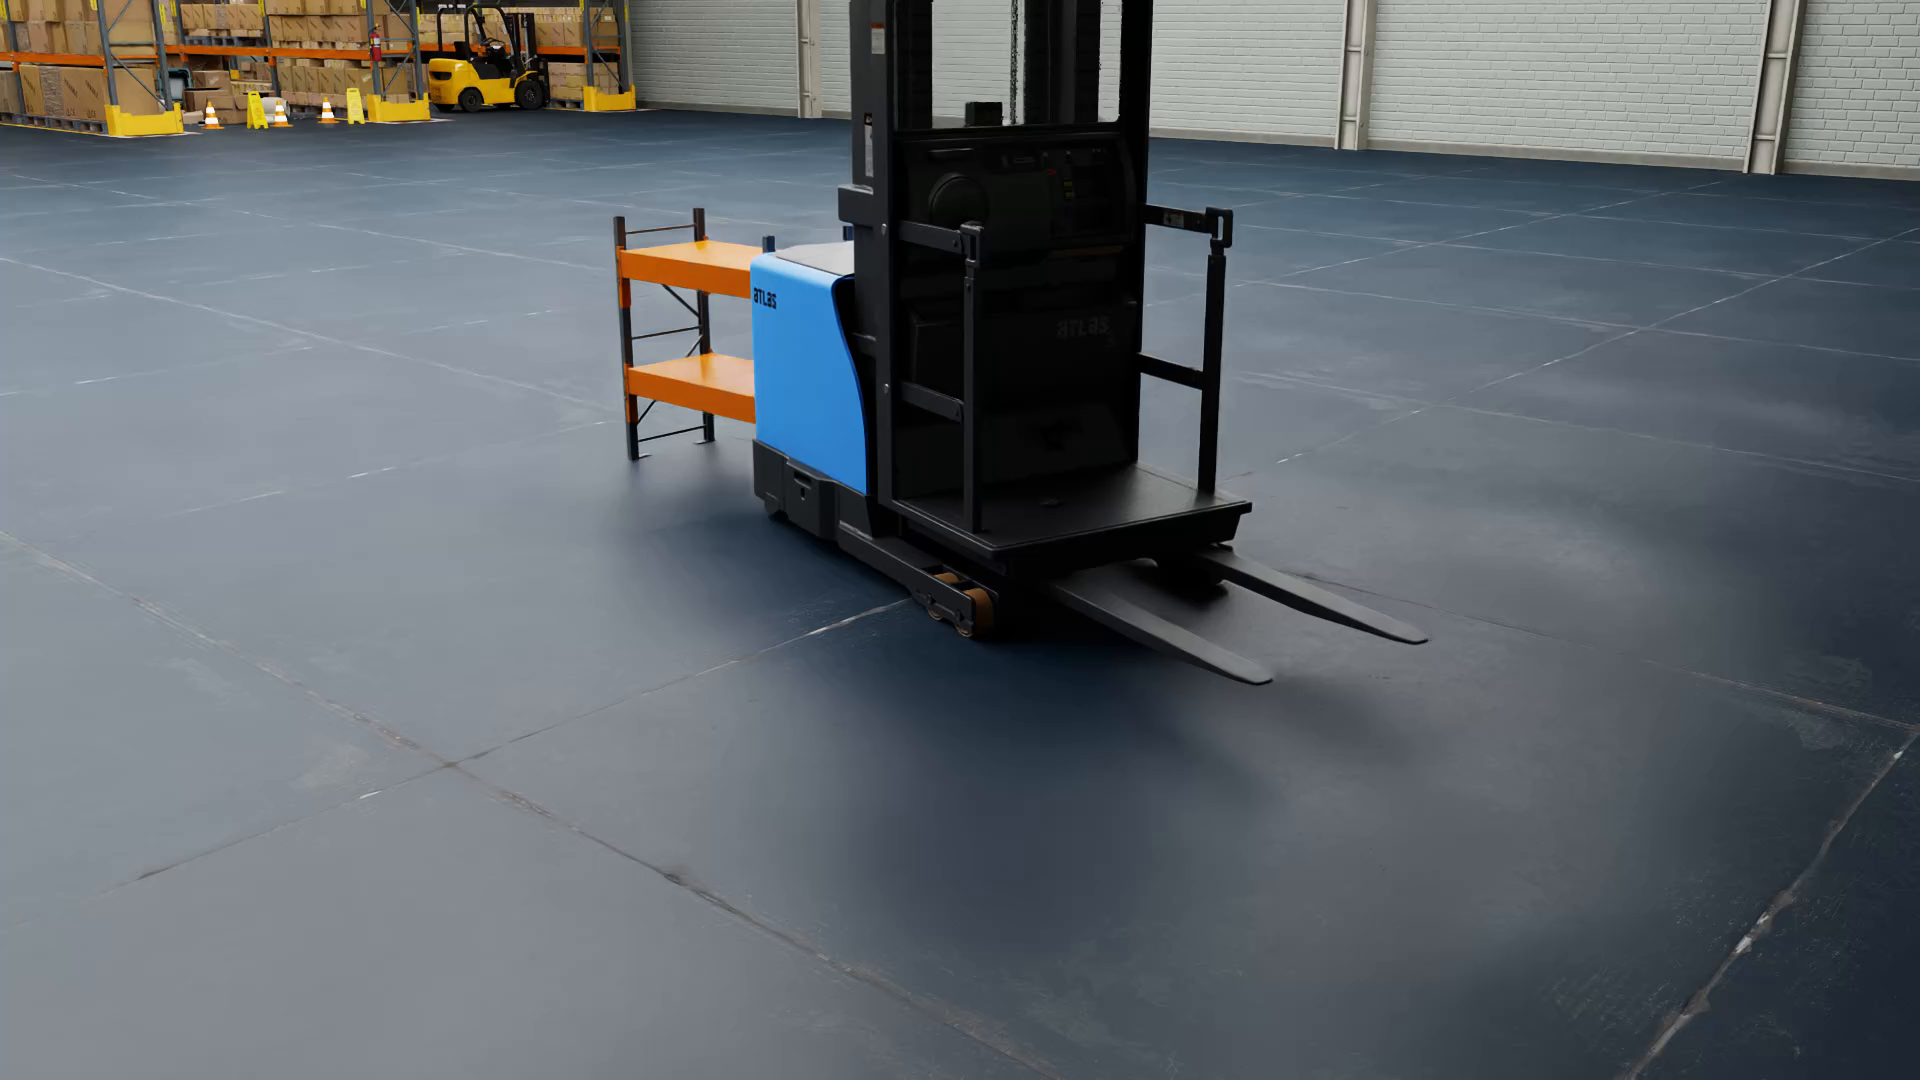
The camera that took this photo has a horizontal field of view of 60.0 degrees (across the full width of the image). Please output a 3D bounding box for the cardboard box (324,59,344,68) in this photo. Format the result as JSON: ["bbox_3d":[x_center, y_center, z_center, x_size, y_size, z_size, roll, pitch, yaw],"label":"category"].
[{"bbox_3d":[-12.308,-9.400,32.812,0.250,0.149,0.380,16,24,42],"label":"cardboard box"}]

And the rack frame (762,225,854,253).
[{"bbox_3d":[-0.633,-0.764,7.160,0.032,1.125,0.500,15,23,40],"label":"rack frame"}]

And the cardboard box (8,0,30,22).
[{"bbox_3d":[-16.784,-9.746,30.331,0.550,0.550,0.875,15,23,39],"label":"cardboard box"}]

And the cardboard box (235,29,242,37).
[{"bbox_3d":[-14.990,-10.655,34.946,0.250,0.149,0.380,15,23,40],"label":"cardboard box"}]

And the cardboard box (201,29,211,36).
[{"bbox_3d":[-16.144,-10.969,35.937,0.250,0.149,0.380,15,23,40],"label":"cardboard box"}]

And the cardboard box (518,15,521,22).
[{"bbox_3d":[-9.533,-11.476,36.576,0.250,0.149,0.380,14,22,38],"label":"cardboard box"}]

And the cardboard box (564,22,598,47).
[{"bbox_3d":[-8.086,-10.790,35.487,0.500,0.500,0.500,14,23,38],"label":"cardboard box"}]

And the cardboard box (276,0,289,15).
[{"bbox_3d":[-13.274,-10.803,33.384,0.500,0.500,0.700,15,23,40],"label":"cardboard box"}]

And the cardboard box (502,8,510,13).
[{"bbox_3d":[-9.917,-11.717,36.845,0.250,0.149,0.380,16,23,40],"label":"cardboard box"}]

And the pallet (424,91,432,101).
[{"bbox_3d":[-12.029,-10.561,39.540,1.213,0.211,1.003,15,23,39],"label":"pallet"}]

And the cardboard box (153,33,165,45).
[{"bbox_3d":[-17.762,-11.256,37.368,0.500,0.250,0.500,16,23,40],"label":"cardboard box"}]

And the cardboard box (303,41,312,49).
[{"bbox_3d":[-12.854,-9.868,33.162,0.250,0.149,0.380,15,23,40],"label":"cardboard box"}]

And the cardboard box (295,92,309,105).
[{"bbox_3d":[-13.158,-8.988,33.824,0.500,0.250,0.500,17,24,42],"label":"cardboard box"}]

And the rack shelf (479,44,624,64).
[{"bbox_3d":[-9.039,-10.762,36.752,4.000,0.370,1.077,15,23,39],"label":"rack shelf"}]

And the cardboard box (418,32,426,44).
[{"bbox_3d":[-12.594,-11.889,39.364,0.500,0.250,0.500,14,22,38],"label":"cardboard box"}]

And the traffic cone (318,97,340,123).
[{"bbox_3d":[-12.013,-8.165,31.573,0.334,0.463,0.336,15,23,39],"label":"traffic cone"}]

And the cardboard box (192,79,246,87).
[{"bbox_3d":[-16.403,-10.017,36.868,0.625,0.372,0.950,13,22,36],"label":"cardboard box"}]

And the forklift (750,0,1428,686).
[{"bbox_3d":[0.328,-1.228,5.637,1.130,2.935,3.031,-10,20,-30],"label":"forklift"}]

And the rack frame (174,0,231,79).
[{"bbox_3d":[-16.819,-11.186,36.898,0.127,3.000,1.000,15,23,39],"label":"rack frame"}]

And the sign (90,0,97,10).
[{"bbox_3d":[-14.416,-8.984,27.655,0.005,0.325,0.100,15,23,39],"label":"sign"}]

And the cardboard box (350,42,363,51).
[{"bbox_3d":[-11.520,-9.512,32.040,0.250,0.149,0.380,15,23,39],"label":"cardboard box"}]

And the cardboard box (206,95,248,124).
[{"bbox_3d":[-13.829,-8.169,31.521,0.637,0.503,0.797,0,18,2],"label":"cardboard box"}]

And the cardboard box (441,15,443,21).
[{"bbox_3d":[-11.913,-12.131,38.640,0.250,0.149,0.380,15,23,40],"label":"cardboard box"}]

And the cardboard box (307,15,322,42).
[{"bbox_3d":[-12.534,-10.124,32.897,0.500,0.500,0.500,15,23,40],"label":"cardboard box"}]

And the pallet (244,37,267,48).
[{"bbox_3d":[-14.302,-10.477,34.984,1.213,0.211,1.003,15,23,39],"label":"pallet"}]

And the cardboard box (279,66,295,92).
[{"bbox_3d":[-13.565,-9.450,34.041,0.500,0.500,0.500,16,24,42],"label":"cardboard box"}]

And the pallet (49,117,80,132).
[{"bbox_3d":[-15.603,-7.498,29.888,1.213,0.211,1.003,15,23,39],"label":"pallet"}]

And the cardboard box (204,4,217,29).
[{"bbox_3d":[-15.840,-11.224,35.669,0.500,0.500,0.500,16,23,40],"label":"cardboard box"}]

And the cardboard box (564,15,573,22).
[{"bbox_3d":[-8.199,-11.111,35.425,0.250,0.149,0.380,16,23,40],"label":"cardboard box"}]

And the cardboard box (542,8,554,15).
[{"bbox_3d":[-8.775,-11.409,35.872,0.250,0.149,0.380,16,23,41],"label":"cardboard box"}]

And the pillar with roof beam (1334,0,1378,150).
[{"bbox_3d":[3.140,-9.318,21.096,0.400,9.000,9.100,15,23,39],"label":"pillar with roof beam"}]

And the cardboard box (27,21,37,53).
[{"bbox_3d":[-16.327,-9.137,30.195,0.550,0.550,0.875,15,23,39],"label":"cardboard box"}]

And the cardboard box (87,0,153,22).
[{"bbox_3d":[-14.297,-9.108,28.320,0.550,0.550,0.875,15,23,39],"label":"cardboard box"}]

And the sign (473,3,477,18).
[{"bbox_3d":[-10.888,-11.896,37.352,0.005,0.325,0.100,15,23,39],"label":"sign"}]

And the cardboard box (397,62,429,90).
[{"bbox_3d":[-13.069,-11.249,40.330,0.625,0.625,0.875,16,24,41],"label":"cardboard box"}]

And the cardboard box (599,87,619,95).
[{"bbox_3d":[-7.781,-9.735,36.180,0.500,0.250,0.500,15,23,39],"label":"cardboard box"}]

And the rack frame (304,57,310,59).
[{"bbox_3d":[-16.518,-13.112,42.970,0.127,3.000,1.000,15,23,39],"label":"rack frame"}]

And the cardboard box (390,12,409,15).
[{"bbox_3d":[-13.808,-12.696,40.798,0.500,0.500,0.500,16,24,42],"label":"cardboard box"}]

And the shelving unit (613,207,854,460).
[{"bbox_3d":[-1.008,-0.868,7.487,1.048,1.125,0.538,15,23,40],"label":"shelving unit"}]

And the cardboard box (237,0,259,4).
[{"bbox_3d":[-14.846,-11.258,34.704,0.250,0.149,0.380,14,22,38],"label":"cardboard box"}]

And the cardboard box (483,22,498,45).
[{"bbox_3d":[-10.376,-11.406,37.426,0.500,0.500,0.500,14,22,38],"label":"cardboard box"}]

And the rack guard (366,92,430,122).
[{"bbox_3d":[-10.892,-8.403,32.263,0.348,0.500,1.175,15,23,39],"label":"rack guard"}]

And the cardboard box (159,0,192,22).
[{"bbox_3d":[-17.379,-11.754,36.872,0.500,0.500,0.500,14,23,38],"label":"cardboard box"}]

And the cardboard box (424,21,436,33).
[{"bbox_3d":[-12.205,-12.025,38.965,0.500,0.250,0.500,15,23,40],"label":"cardboard box"}]

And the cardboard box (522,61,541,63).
[{"bbox_3d":[-9.626,-10.502,36.943,0.500,0.250,0.500,16,24,41],"label":"cardboard box"}]
